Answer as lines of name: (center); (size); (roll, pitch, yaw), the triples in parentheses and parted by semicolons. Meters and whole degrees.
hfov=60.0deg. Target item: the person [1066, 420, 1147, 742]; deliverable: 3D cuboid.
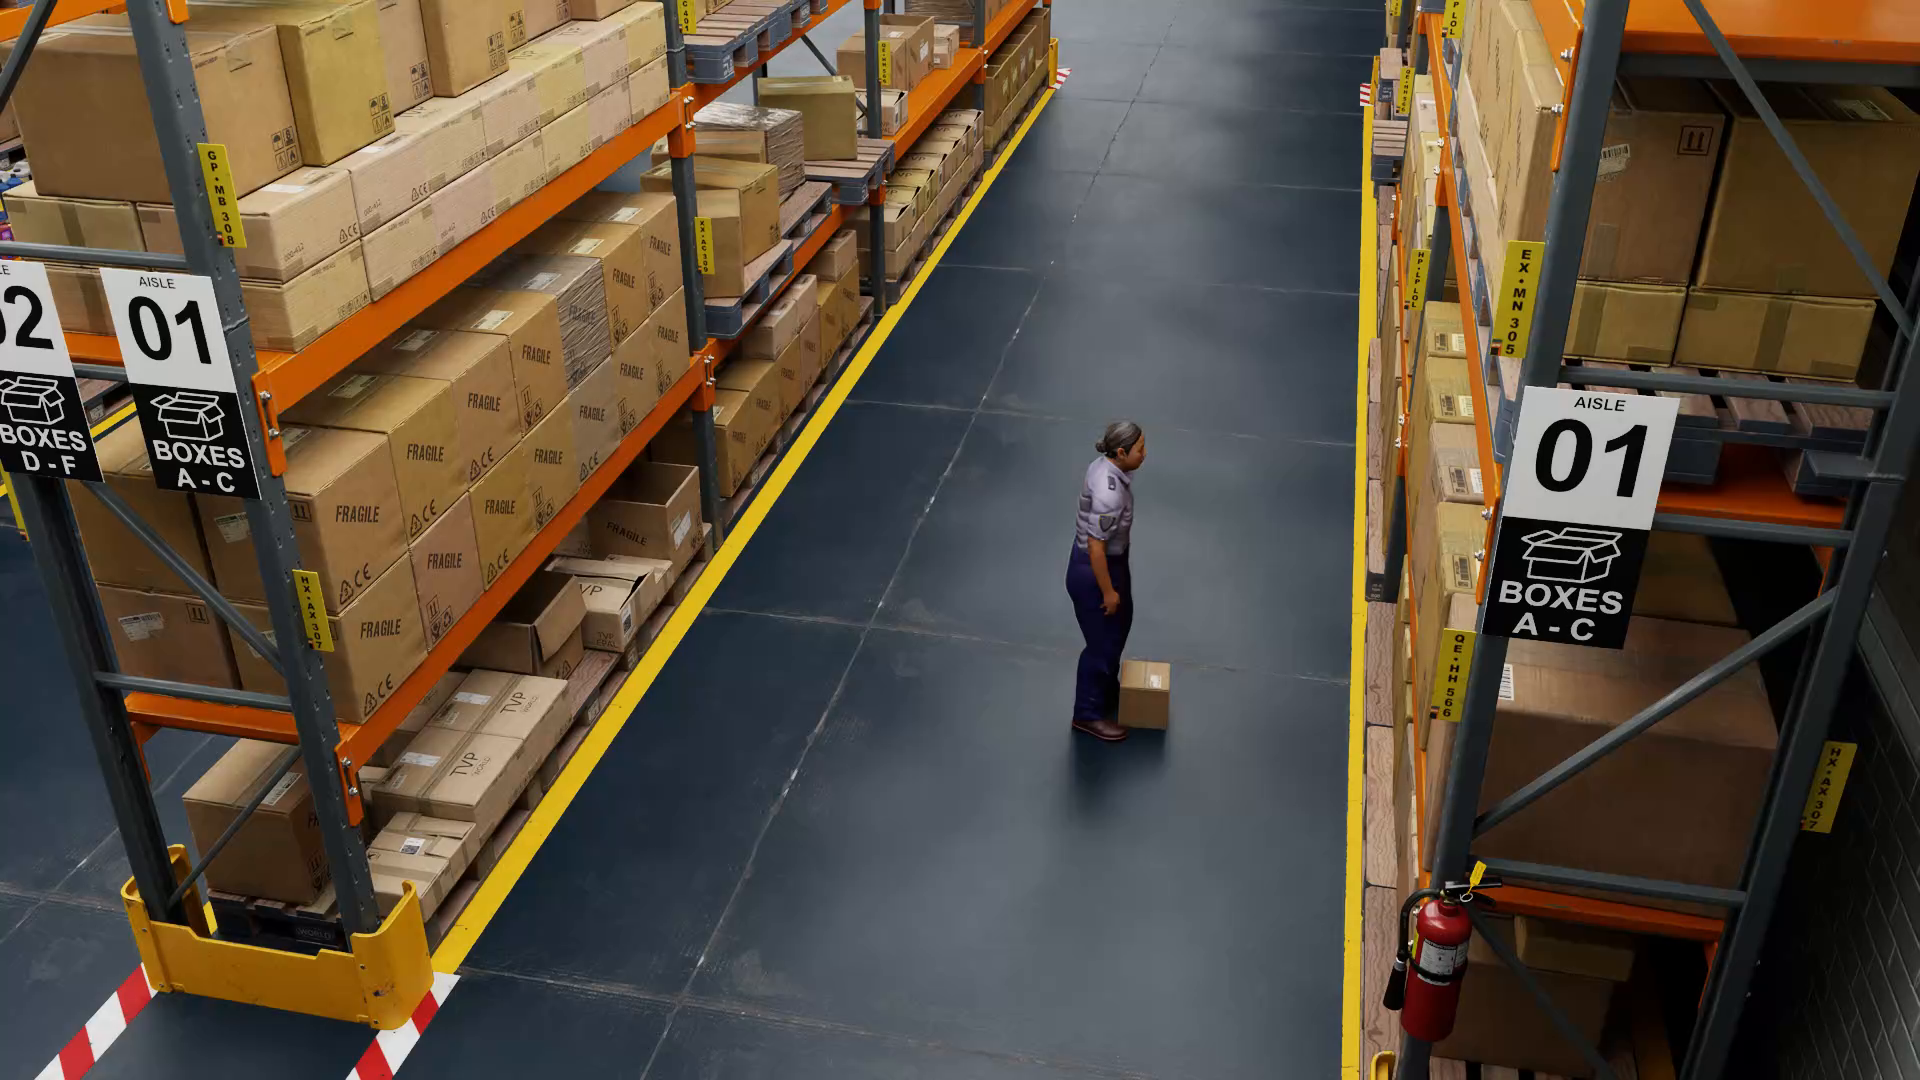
person: (0.748, 0.169, 8.314); (0.419, 1.652, 0.564); (4, 29, 8)
